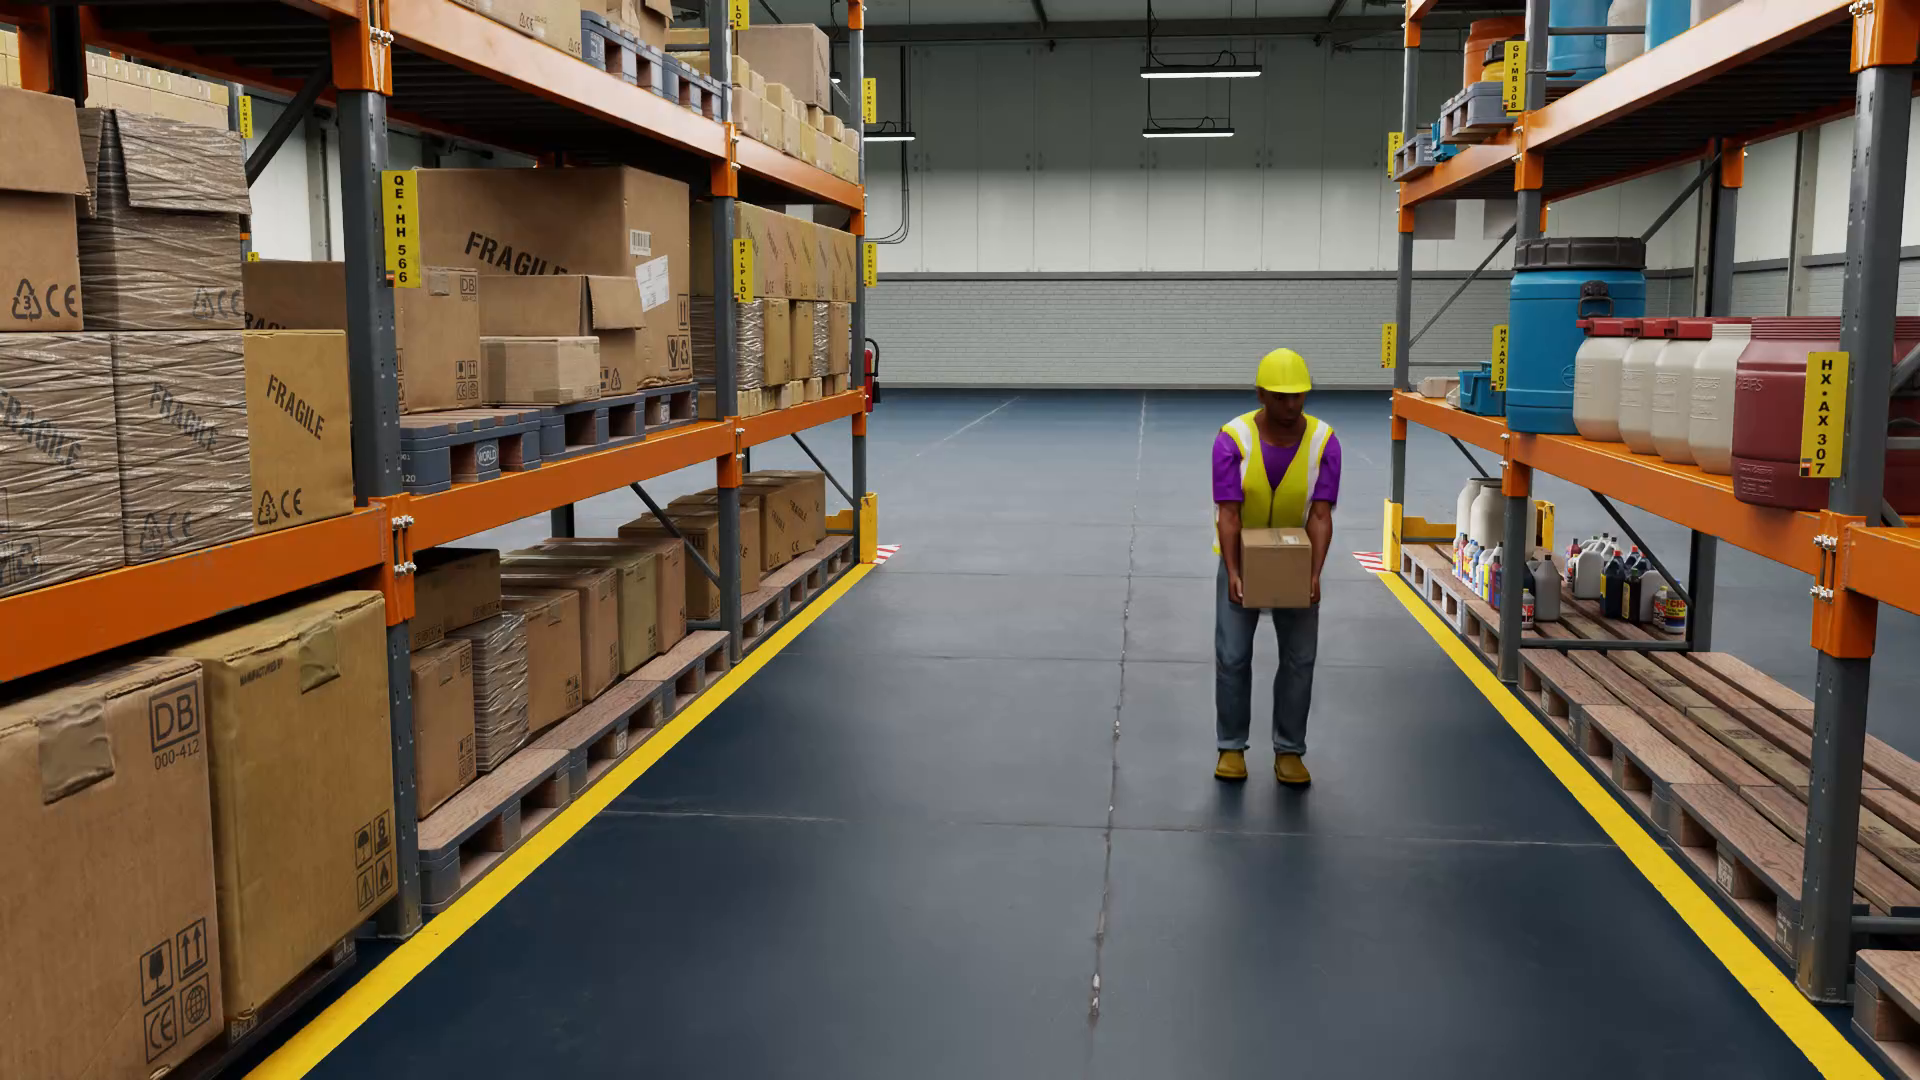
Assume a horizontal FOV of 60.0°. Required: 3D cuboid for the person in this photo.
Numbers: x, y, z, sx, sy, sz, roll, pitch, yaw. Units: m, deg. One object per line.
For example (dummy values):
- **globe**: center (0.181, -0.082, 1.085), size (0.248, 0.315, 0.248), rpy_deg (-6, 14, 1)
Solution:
- **person**: center (1.241, 0.107, 6.566), size (0.498, 1.718, 0.611), rpy_deg (1, 8, 5)
